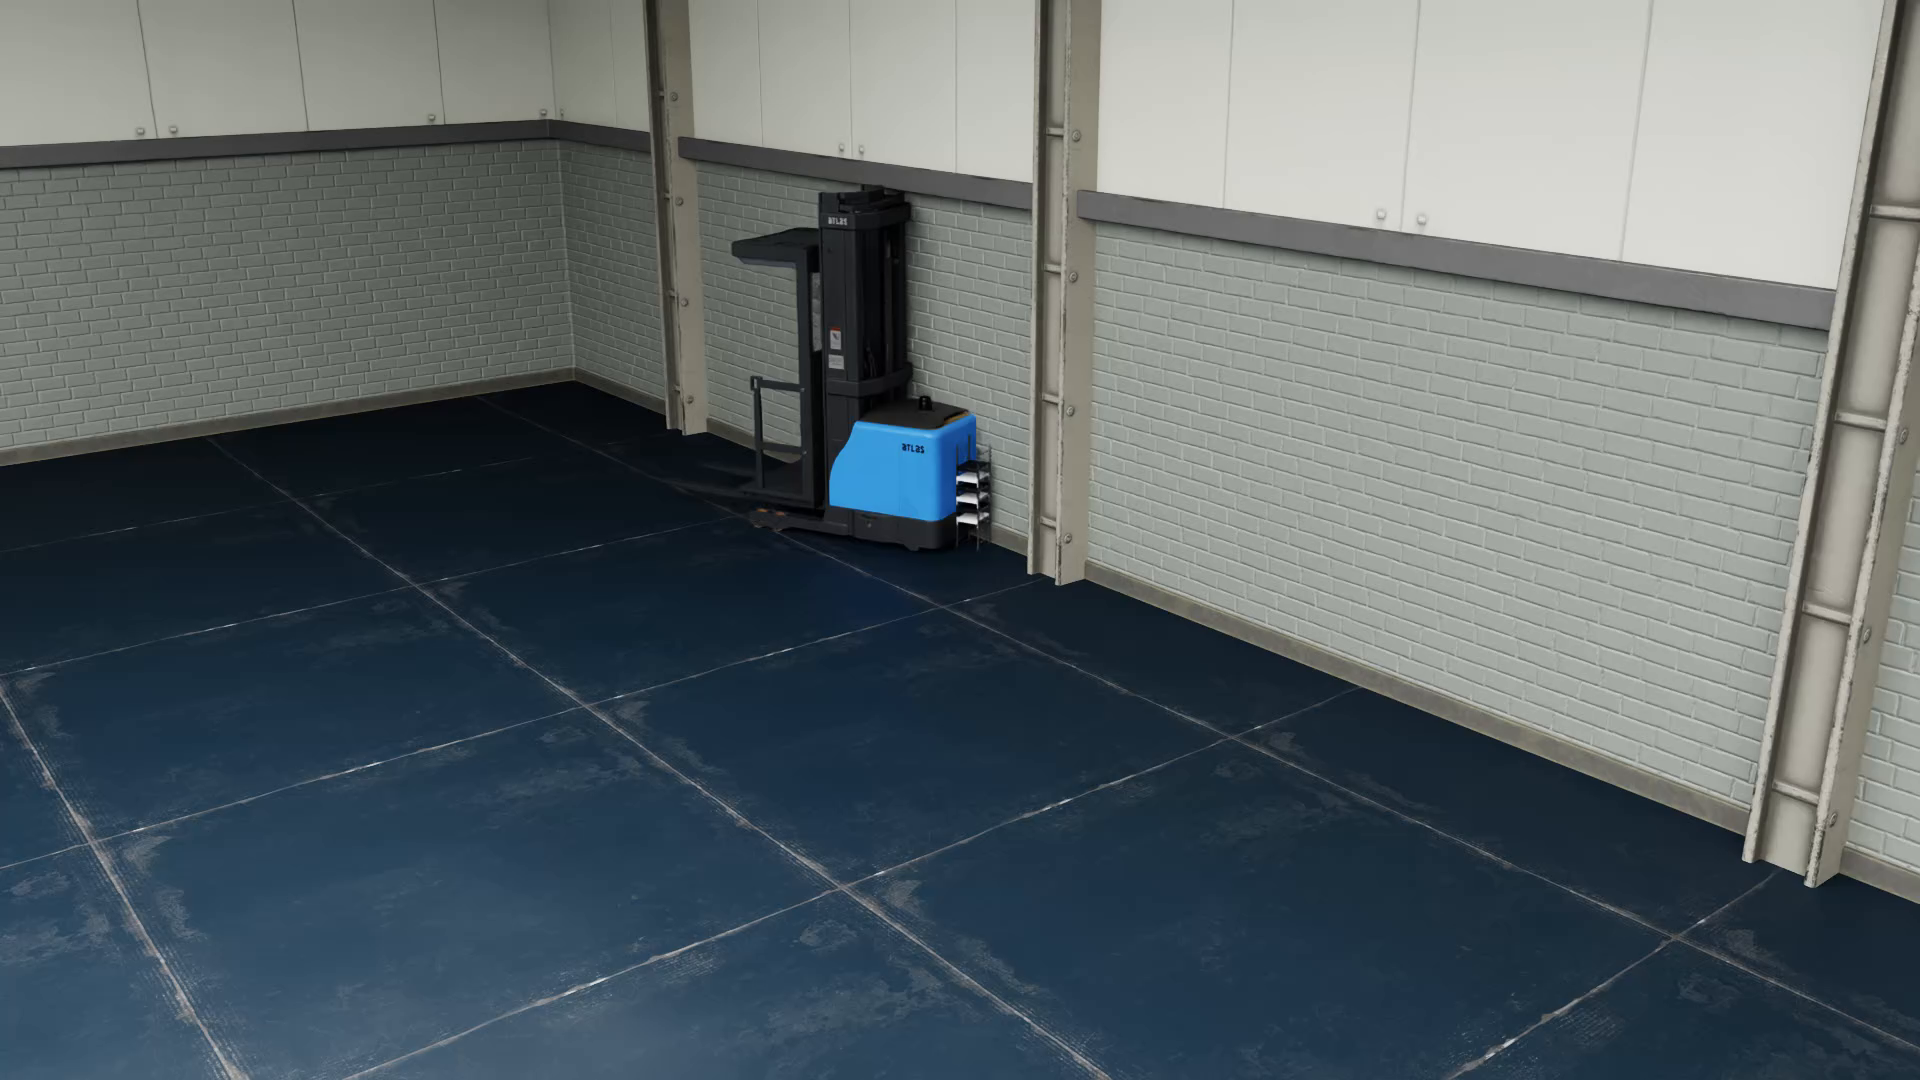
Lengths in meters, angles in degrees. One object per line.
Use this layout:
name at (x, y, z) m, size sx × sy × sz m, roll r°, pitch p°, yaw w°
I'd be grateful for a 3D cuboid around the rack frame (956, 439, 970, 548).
rack frame at (0.026, -0.394, 14.122) m, size 0.006 × 0.900 × 0.240 m, roll 9°, pitch 21°, yaw 26°

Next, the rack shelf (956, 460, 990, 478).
rack shelf at (0.115, -0.604, 14.002) m, size 0.200 × 0.077 × 0.258 m, roll 9°, pitch 21°, yaw 26°

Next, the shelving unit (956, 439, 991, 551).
shelving unit at (0.115, -0.379, 14.077) m, size 0.210 × 0.900 × 0.258 m, roll 9°, pitch 21°, yaw 26°

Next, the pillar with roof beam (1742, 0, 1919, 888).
pillar with roof beam at (1.139, -1.667, 5.081) m, size 9.100 × 9.000 × 0.400 m, roll -14°, pitch 23°, yaw -36°

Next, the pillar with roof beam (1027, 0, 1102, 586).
pillar with roof beam at (-2.586, -3.146, 9.546) m, size 9.100 × 9.000 × 0.400 m, roll -14°, pitch 23°, yaw -36°

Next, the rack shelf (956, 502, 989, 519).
rack shelf at (0.115, -0.262, 14.115) m, size 0.200 × 0.077 × 0.258 m, roll 9°, pitch 21°, yaw 26°

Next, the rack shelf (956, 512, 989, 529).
rack shelf at (0.115, -0.177, 14.144) m, size 0.200 × 0.077 × 0.258 m, roll 9°, pitch 21°, yaw 26°

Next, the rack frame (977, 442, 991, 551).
rack frame at (0.205, -0.364, 14.032) m, size 0.006 × 0.900 × 0.240 m, roll 9°, pitch 21°, yaw 26°

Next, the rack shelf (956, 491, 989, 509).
rack shelf at (0.115, -0.348, 14.087) m, size 0.200 × 0.077 × 0.258 m, roll 9°, pitch 21°, yaw 26°

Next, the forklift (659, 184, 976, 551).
forklift at (-1.282, -1.604, 14.545) m, size 3.031 × 2.935 × 1.130 m, roll 9°, pitch 21°, yaw 26°

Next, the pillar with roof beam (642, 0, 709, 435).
pillar with roof beam at (-6.312, -4.624, 14.011) m, size 9.100 × 9.000 × 0.400 m, roll -14°, pitch 23°, yaw -36°

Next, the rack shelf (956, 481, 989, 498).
rack shelf at (0.115, -0.433, 14.059) m, size 0.200 × 0.077 × 0.258 m, roll 9°, pitch 21°, yaw 26°

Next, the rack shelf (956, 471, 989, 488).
rack shelf at (0.115, -0.519, 14.031) m, size 0.200 × 0.077 × 0.258 m, roll 9°, pitch 21°, yaw 26°
